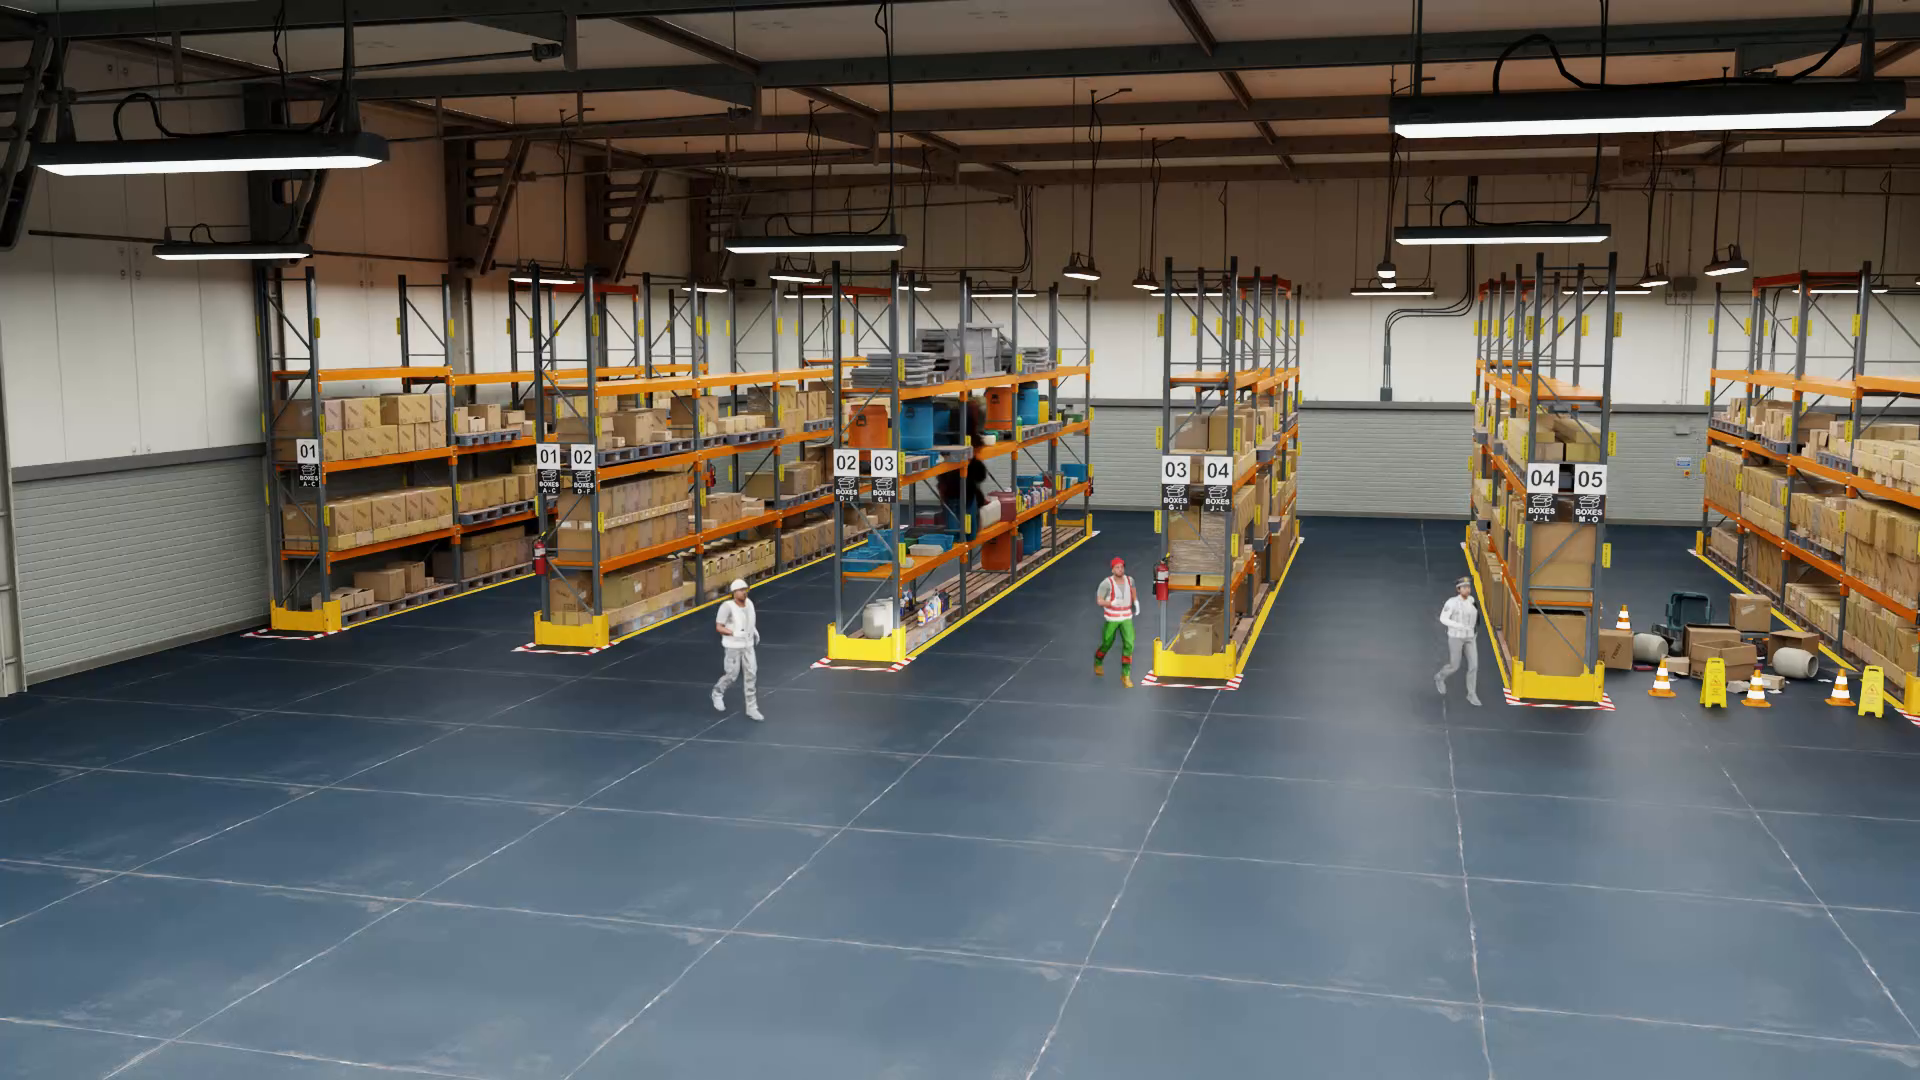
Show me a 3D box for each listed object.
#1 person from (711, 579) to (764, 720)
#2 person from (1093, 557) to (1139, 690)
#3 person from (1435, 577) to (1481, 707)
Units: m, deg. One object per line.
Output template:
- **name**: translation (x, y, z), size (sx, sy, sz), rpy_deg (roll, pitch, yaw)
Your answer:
- **person**: translation (-2.872, 1.391, 21.506), size (0.881, 1.798, 0.706), rpy_deg (7, 10, 43)
- **person**: translation (2.215, 1.141, 23.515), size (0.673, 1.832, 0.933), rpy_deg (-2, 7, -15)
- **person**: translation (6.734, 1.329, 22.409), size (0.643, 1.717, 0.828), rpy_deg (-4, 8, -28)
